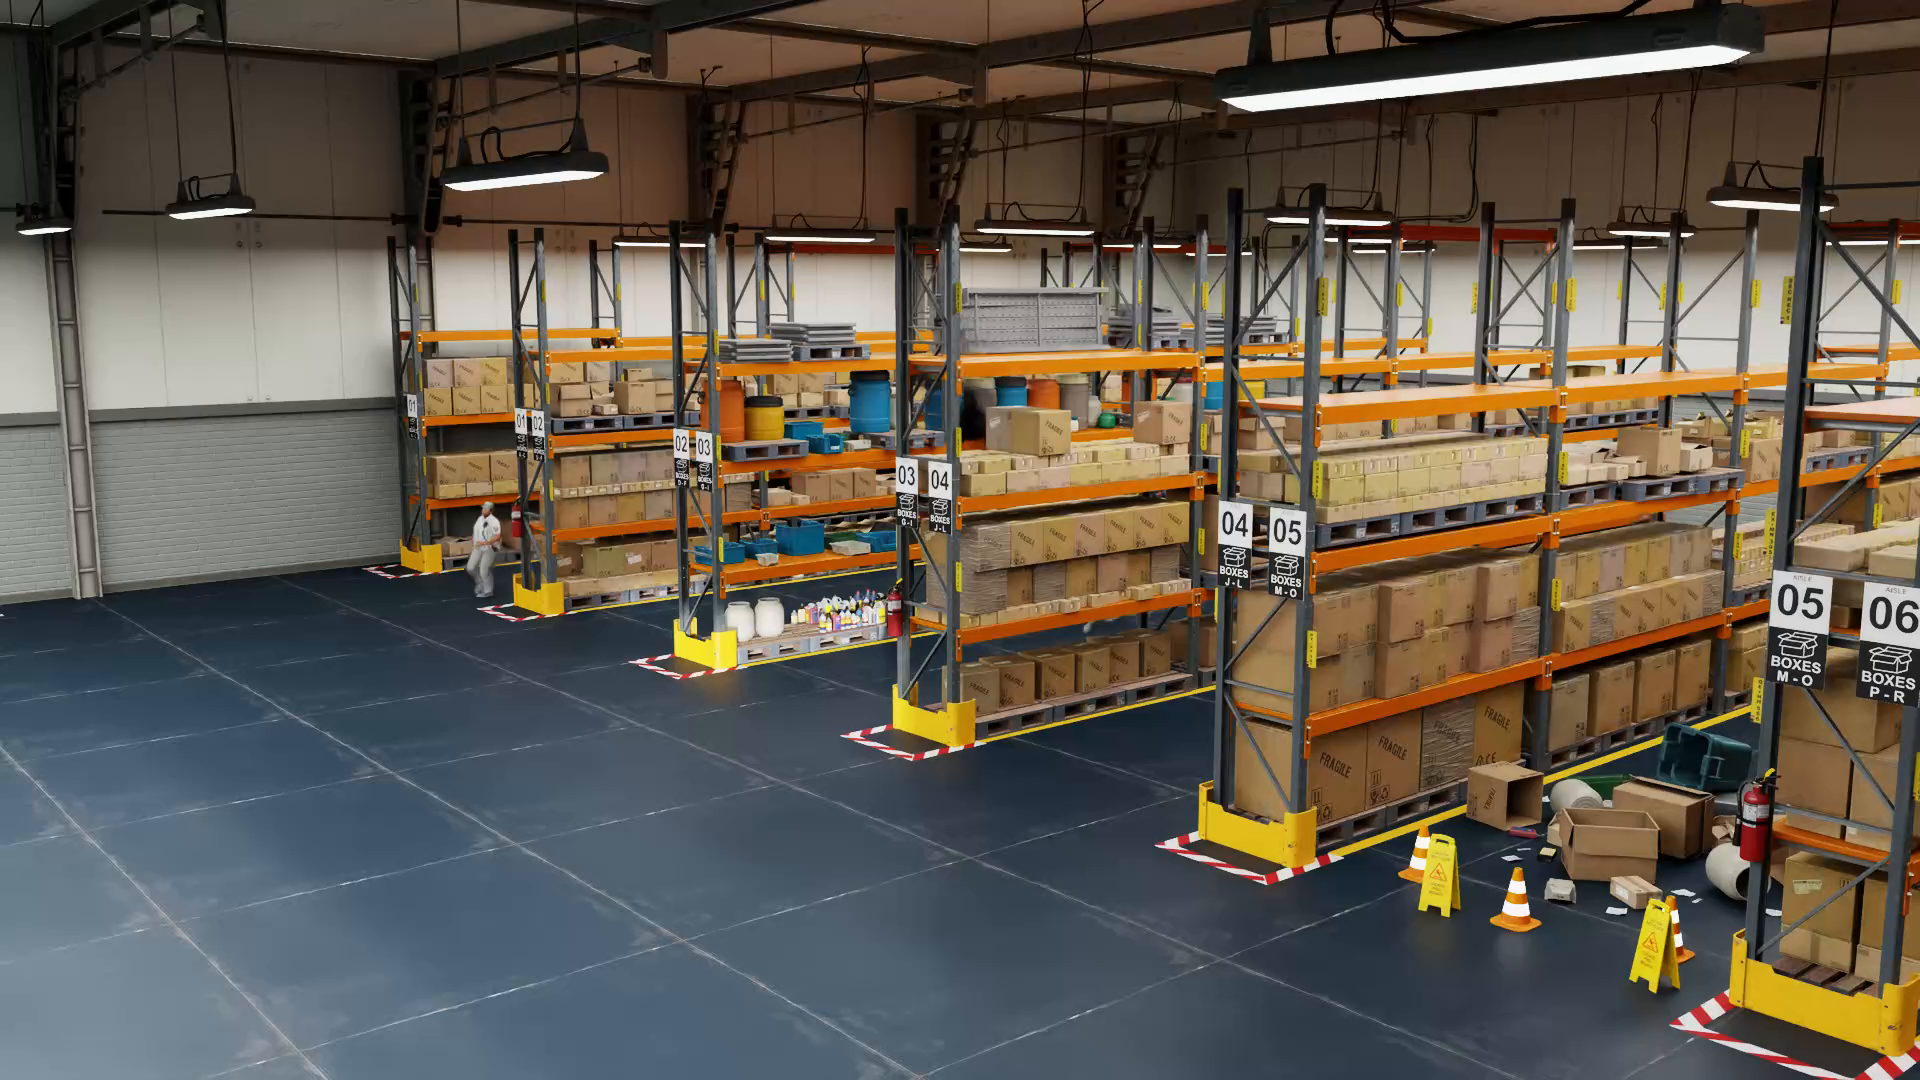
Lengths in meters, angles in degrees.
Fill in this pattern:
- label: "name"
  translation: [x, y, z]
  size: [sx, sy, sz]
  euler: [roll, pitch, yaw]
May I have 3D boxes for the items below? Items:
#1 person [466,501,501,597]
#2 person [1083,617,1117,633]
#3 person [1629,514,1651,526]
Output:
- label: "person"
  translation: [-7.855, 0.162, 27.475]
  size: [0.643, 1.619, 0.529]
  euler: [4, 10, 27]
- label: "person"
  translation: [2.004, 0.441, 23.781]
  size: [0.497, 1.753, 0.790]
  euler: [7, 11, 36]
- label: "person"
  translation: [10.553, 0.363, 25.730]
  size: [0.625, 1.775, 0.868]
  euler: [8, 12, 42]
